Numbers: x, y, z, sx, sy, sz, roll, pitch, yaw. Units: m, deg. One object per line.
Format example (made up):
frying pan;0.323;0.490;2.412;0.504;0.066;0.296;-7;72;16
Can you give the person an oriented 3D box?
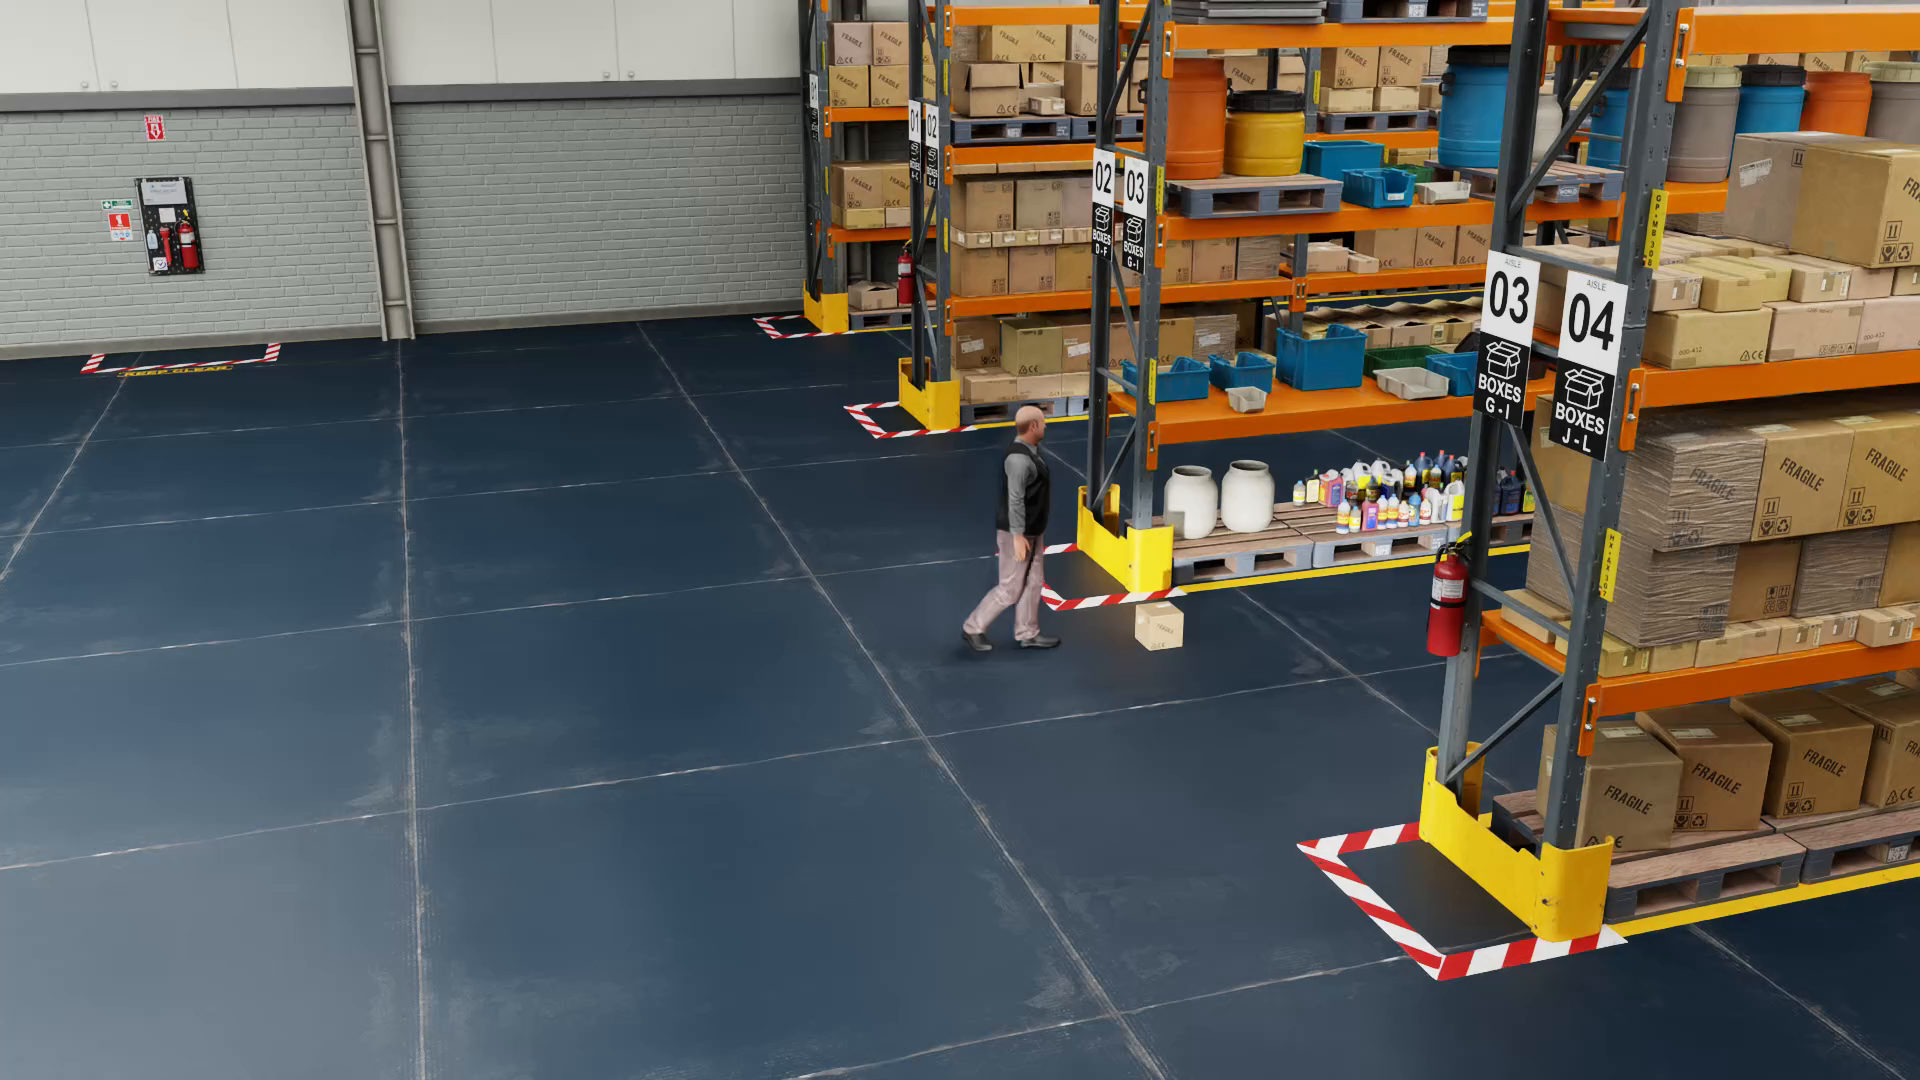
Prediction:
person;0.354;-0.017;11.283;0.670;1.625;0.558;3;19;10
